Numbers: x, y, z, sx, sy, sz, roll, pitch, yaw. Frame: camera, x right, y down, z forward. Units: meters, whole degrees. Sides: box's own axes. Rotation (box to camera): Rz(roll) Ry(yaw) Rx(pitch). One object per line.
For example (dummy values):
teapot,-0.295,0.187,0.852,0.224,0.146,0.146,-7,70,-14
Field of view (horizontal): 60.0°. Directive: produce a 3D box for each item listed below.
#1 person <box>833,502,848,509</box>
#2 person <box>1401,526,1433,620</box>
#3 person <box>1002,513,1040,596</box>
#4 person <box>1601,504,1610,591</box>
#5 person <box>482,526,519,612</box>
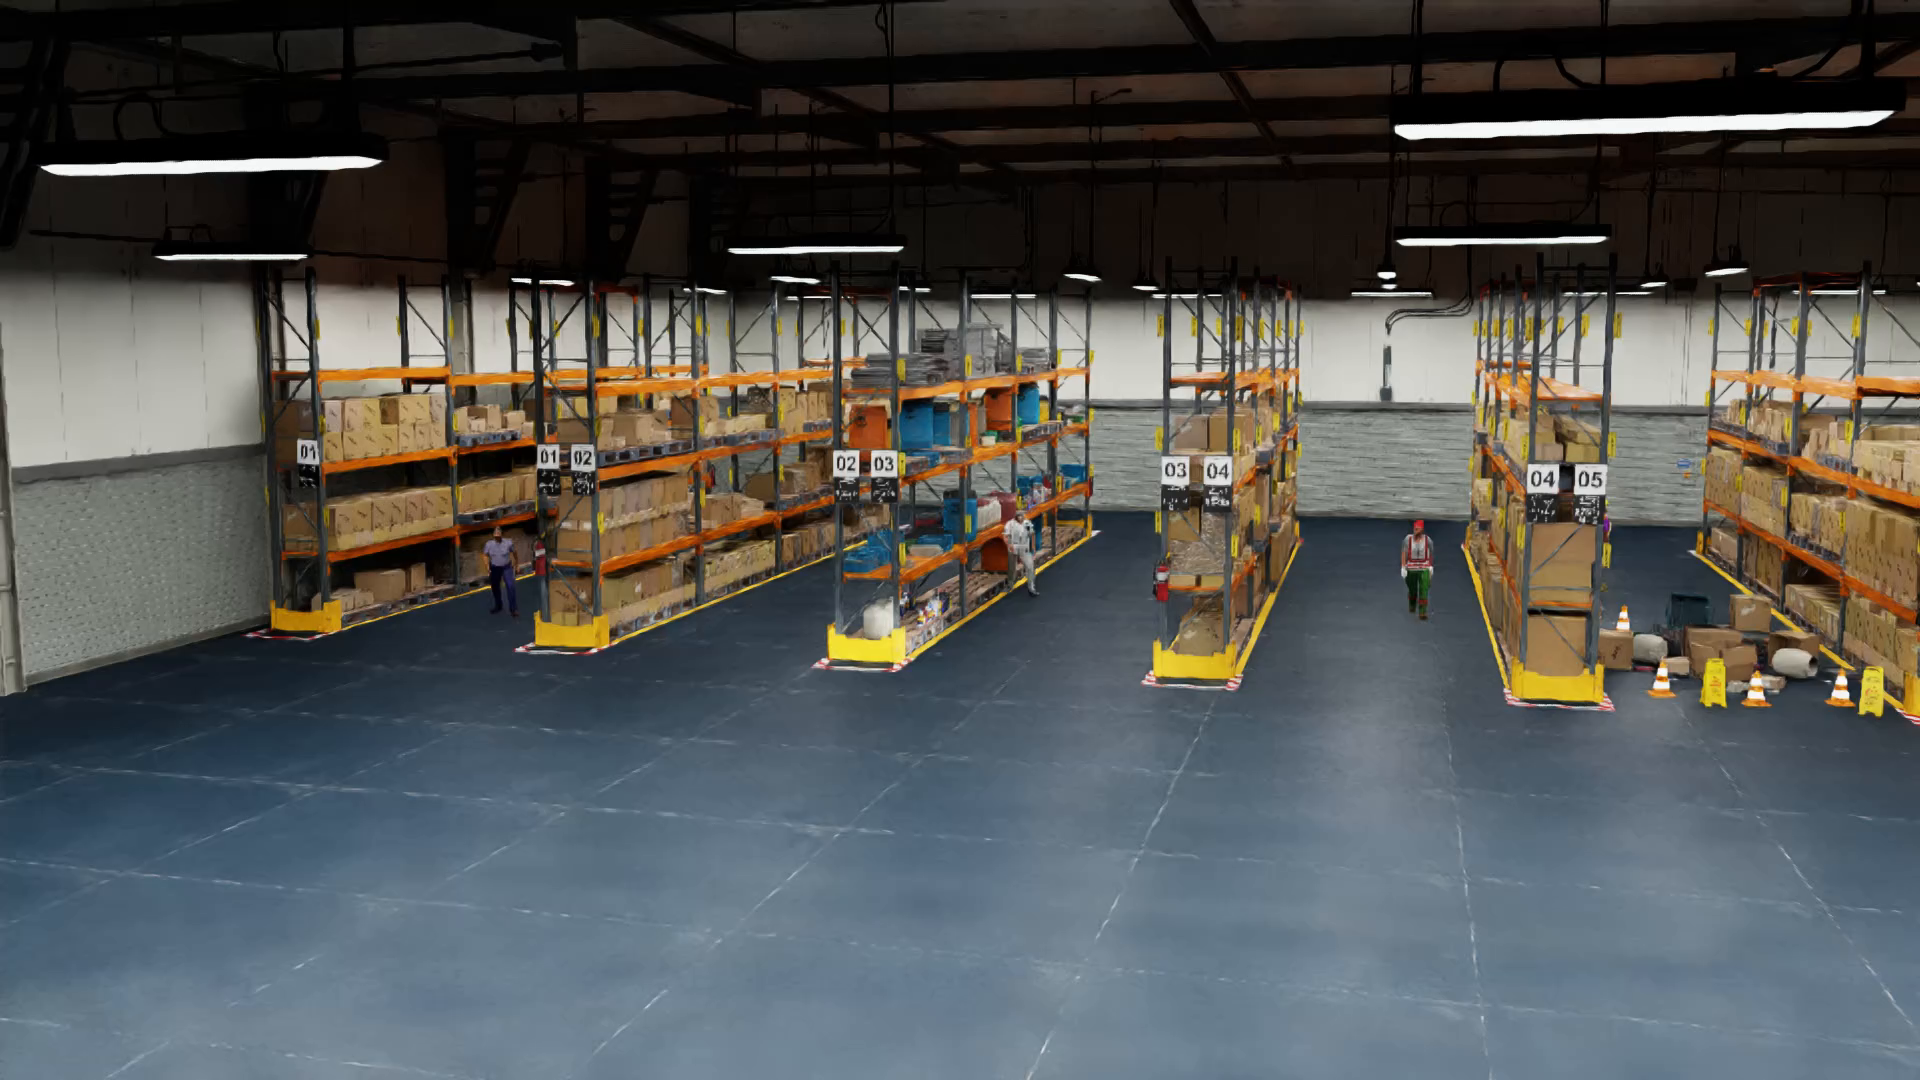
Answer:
person,-3.213,-1.432,45.129,0.509,1.447,0.528,-3,8,-22
person,7.934,0.507,28.873,0.553,1.661,1.123,2,8,17
person,1.132,0.206,31.301,0.701,1.662,0.857,0,7,-1
person,12.303,0.082,31.888,0.460,1.730,0.642,-1,7,-6
person,-8.039,0.504,29.015,0.591,1.513,0.529,0,7,-2
